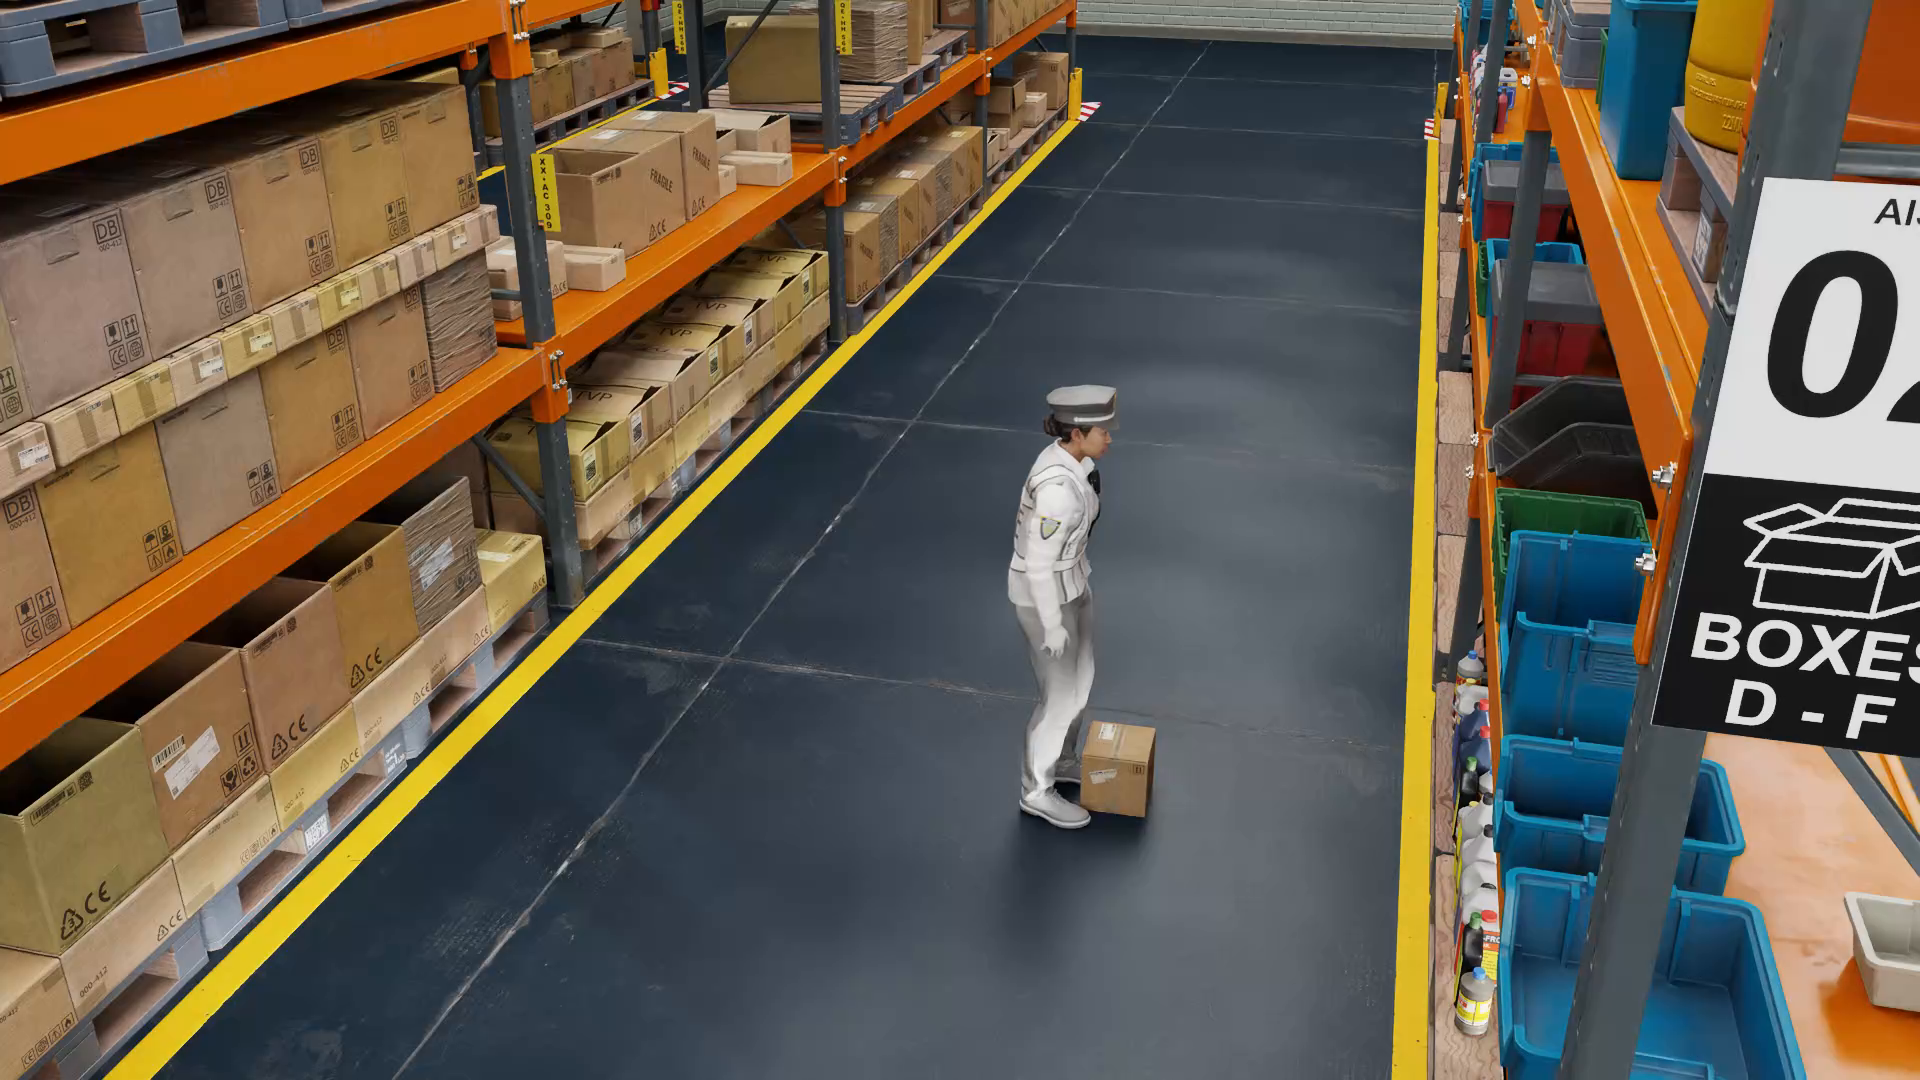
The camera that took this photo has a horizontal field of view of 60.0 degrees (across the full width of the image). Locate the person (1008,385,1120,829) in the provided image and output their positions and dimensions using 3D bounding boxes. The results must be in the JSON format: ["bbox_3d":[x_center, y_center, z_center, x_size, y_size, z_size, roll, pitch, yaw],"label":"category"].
[{"bbox_3d":[0.388,0.226,6.135,0.410,1.660,0.526,6,26,13],"label":"person"}]
